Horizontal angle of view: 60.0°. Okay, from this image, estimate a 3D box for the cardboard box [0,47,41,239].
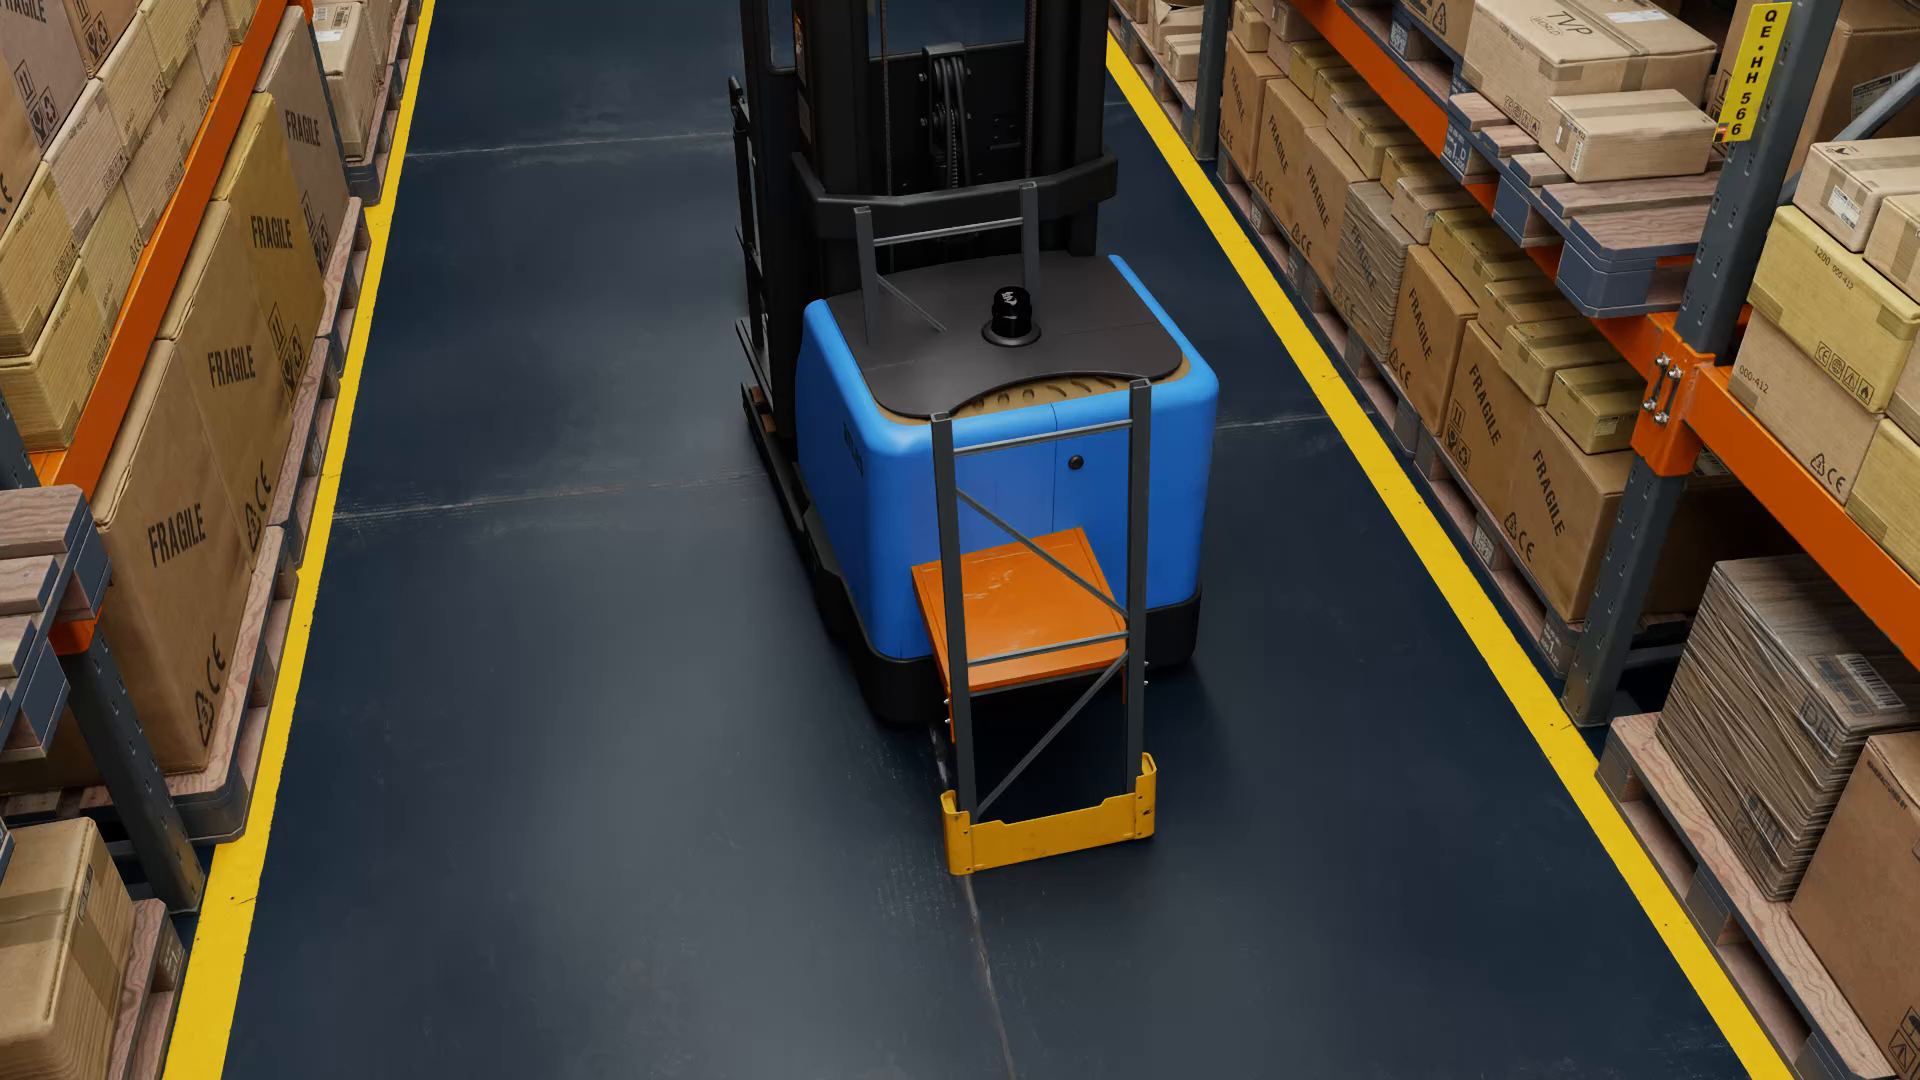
[{"bbox_3d":[-2.390,-0.924,3.598,0.500,0.500,0.500,-7,38,-9],"label":"cardboard box"}]

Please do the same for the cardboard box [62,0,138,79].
[{"bbox_3d":[-2.562,-1.536,4.386,0.500,0.500,0.500,-5,38,-7],"label":"cardboard box"}]

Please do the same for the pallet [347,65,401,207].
[{"bbox_3d":[-3.302,-1.948,8.085,1.003,0.211,1.213,-6,38,-8],"label":"pallet"}]

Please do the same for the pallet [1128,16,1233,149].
[{"bbox_3d":[1.521,-2.431,8.707,1.003,0.211,1.213,-6,38,-8],"label":"pallet"}]

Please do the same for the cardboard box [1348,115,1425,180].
[{"bbox_3d":[1.732,-1.525,6.434,0.380,0.149,0.250,-5,38,-6],"label":"cardboard box"}]

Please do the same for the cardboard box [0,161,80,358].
[{"bbox_3d":[-2.390,-0.636,3.838,0.500,0.250,0.500,-6,38,-8],"label":"cardboard box"}]

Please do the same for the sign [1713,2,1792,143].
[{"bbox_3d":[1.809,-1.063,3.794,0.100,0.325,0.005,-6,38,-8],"label":"sign"}]

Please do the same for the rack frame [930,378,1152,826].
[{"bbox_3d":[0.219,0.275,4.153,0.500,1.500,0.032,-10,39,-8],"label":"rack frame"}]

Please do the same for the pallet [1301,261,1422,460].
[{"bbox_3d":[2.037,-0.790,6.595,1.003,0.211,1.213,-6,38,-8],"label":"pallet"}]

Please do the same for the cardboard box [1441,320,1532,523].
[{"bbox_3d":[1.978,-0.416,5.535,0.500,0.500,0.500,-7,38,-9],"label":"cardboard box"}]

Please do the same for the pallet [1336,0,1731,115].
[{"bbox_3d":[1.996,-1.800,5.778,1.003,0.211,1.213,-6,38,-8],"label":"pallet"}]

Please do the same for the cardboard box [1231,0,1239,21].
[{"bbox_3d":[1.681,-2.844,8.947,0.380,0.149,0.250,-7,38,-9],"label":"cardboard box"}]

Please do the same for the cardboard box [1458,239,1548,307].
[{"bbox_3d":[1.923,-0.897,5.626,0.380,0.149,0.250,-5,38,-7],"label":"cardboard box"}]

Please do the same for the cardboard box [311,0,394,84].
[{"bbox_3d":[-3.408,-2.667,8.484,0.875,0.438,0.875,-7,38,-9],"label":"cardboard box"}]

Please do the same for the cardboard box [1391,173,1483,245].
[{"bbox_3d":[1.801,-1.211,6.030,0.380,0.149,0.250,-8,39,-10],"label":"cardboard box"}]

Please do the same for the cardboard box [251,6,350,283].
[{"bbox_3d":[-3.058,-1.542,6.680,0.875,0.875,0.875,-5,38,-7],"label":"cardboard box"}]

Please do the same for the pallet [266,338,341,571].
[{"bbox_3d":[-2.819,-0.284,5.943,1.003,0.211,1.213,-6,38,-8],"label":"pallet"}]

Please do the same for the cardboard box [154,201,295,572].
[{"bbox_3d":[-2.736,-0.457,5.283,0.875,0.875,0.875,-6,38,-7],"label":"cardboard box"}]

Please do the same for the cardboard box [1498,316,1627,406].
[{"bbox_3d":[1.927,-0.569,5.204,0.380,0.149,0.250,-8,39,-10],"label":"cardboard box"}]

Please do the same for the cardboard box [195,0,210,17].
[{"bbox_3d":[-2.737,-1.866,5.422,0.500,0.250,0.500,-5,38,-7],"label":"cardboard box"}]

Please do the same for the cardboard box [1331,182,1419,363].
[{"bbox_3d":[1.775,-1.043,6.343,0.500,0.500,0.500,-8,38,-10],"label":"cardboard box"}]

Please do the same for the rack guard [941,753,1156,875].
[{"bbox_3d":[0.246,0.751,4.557,0.587,0.250,0.087,-10,39,-8],"label":"rack guard"}]

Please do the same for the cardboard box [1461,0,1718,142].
[{"bbox_3d":[1.838,-1.410,4.900,0.500,0.250,0.500,-8,39,-10],"label":"cardboard box"}]

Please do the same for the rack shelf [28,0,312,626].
[{"bbox_3d":[-2.895,-1.089,5.293,1.077,0.370,4.000,-6,38,-8],"label":"rack shelf"}]

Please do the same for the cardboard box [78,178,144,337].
[{"bbox_3d":[-2.490,-0.737,4.376,0.500,0.250,0.500,-7,38,-9],"label":"cardboard box"}]

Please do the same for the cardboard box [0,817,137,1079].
[{"bbox_3d":[-2.455,1.049,3.754,0.950,0.372,0.625,-9,39,-11],"label":"cardboard box"}]

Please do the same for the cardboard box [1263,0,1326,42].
[{"bbox_3d":[1.534,-2.273,7.154,0.380,0.149,0.250,-8,39,-10],"label":"cardboard box"}]

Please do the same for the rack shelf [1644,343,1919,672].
[{"bbox_3d":[2.692,0.791,2.874,1.077,0.370,4.000,-6,38,-8],"label":"rack shelf"}]

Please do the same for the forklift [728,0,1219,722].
[{"bbox_3d":[-0.187,-1.526,5.325,1.130,2.935,3.031,-11,39,-14],"label":"forklift"}]

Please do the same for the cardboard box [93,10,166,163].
[{"bbox_3d":[-2.555,-1.251,4.630,0.500,0.250,0.500,-6,38,-8],"label":"cardboard box"}]

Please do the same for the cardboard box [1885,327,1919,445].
[{"bbox_3d":[2.266,-0.243,3.332,0.500,0.250,0.500,-5,38,-7],"label":"cardboard box"}]

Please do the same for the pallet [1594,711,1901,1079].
[{"bbox_3d":[2.448,0.901,4.418,1.003,0.211,1.213,-6,38,-8],"label":"pallet"}]

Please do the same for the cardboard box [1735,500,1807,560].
[{"bbox_3d":[2.544,-0.165,5.212,0.500,0.500,0.500,-5,38,-6],"label":"cardboard box"}]

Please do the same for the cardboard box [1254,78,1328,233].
[{"bbox_3d":[1.607,-1.659,7.136,0.500,0.500,0.500,-7,38,-9],"label":"cardboard box"}]

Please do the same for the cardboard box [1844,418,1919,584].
[{"bbox_3d":[2.262,-0.043,3.483,0.500,0.250,0.500,-7,38,-9],"label":"cardboard box"}]

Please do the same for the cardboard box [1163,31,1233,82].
[{"bbox_3d":[1.254,-2.462,8.456,0.380,0.149,0.250,-7,38,-9],"label":"cardboard box"}]

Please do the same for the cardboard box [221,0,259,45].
[{"bbox_3d":[-2.831,-1.970,5.964,0.500,0.250,0.500,-7,38,-9],"label":"cardboard box"}]

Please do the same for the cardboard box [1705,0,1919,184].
[{"bbox_3d":[2.405,-1.234,4.470,0.500,0.500,0.500,-5,38,-6],"label":"cardboard box"}]

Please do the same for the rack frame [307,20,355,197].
[{"bbox_3d":[-3.246,-2.581,6.627,1.000,3.000,0.127,-6,38,-8],"label":"rack frame"}]

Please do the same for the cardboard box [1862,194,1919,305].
[{"bbox_3d":[2.156,-0.612,3.482,0.380,0.149,0.250,-5,38,-7],"label":"cardboard box"}]

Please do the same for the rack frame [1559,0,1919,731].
[{"bbox_3d":[2.342,-0.701,4.208,1.000,3.000,0.127,-6,38,-8],"label":"rack frame"}]

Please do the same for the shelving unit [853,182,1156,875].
[{"bbox_3d":[0.107,-0.036,4.551,0.587,1.500,1.083,-10,39,-8],"label":"shelving unit"}]

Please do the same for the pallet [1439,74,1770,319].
[{"bbox_3d":[2.154,-1.027,4.784,1.213,0.211,1.003,-6,38,-8],"label":"pallet"}]

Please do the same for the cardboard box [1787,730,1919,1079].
[{"bbox_3d":[2.560,0.843,3.814,0.875,0.625,0.625,-5,38,-6],"label":"cardboard box"}]

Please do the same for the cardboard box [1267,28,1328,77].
[{"bbox_3d":[1.566,-2.148,7.236,0.380,0.149,0.250,-7,38,-9],"label":"cardboard box"}]

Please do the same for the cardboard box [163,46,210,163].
[{"bbox_3d":[-2.666,-1.352,5.168,0.500,0.250,0.500,-6,38,-8],"label":"cardboard box"}]

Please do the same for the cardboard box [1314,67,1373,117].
[{"bbox_3d":[1.684,-1.830,6.827,0.380,0.149,0.250,-7,38,-9],"label":"cardboard box"}]

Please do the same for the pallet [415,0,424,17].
[{"bbox_3d":[-3.730,-3.421,9.982,1.003,0.211,1.213,-6,38,-8],"label":"pallet"}]

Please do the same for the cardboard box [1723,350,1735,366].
[{"bbox_3d":[2.557,-0.485,5.095,0.380,0.149,0.250,-4,38,-6],"label":"cardboard box"}]
